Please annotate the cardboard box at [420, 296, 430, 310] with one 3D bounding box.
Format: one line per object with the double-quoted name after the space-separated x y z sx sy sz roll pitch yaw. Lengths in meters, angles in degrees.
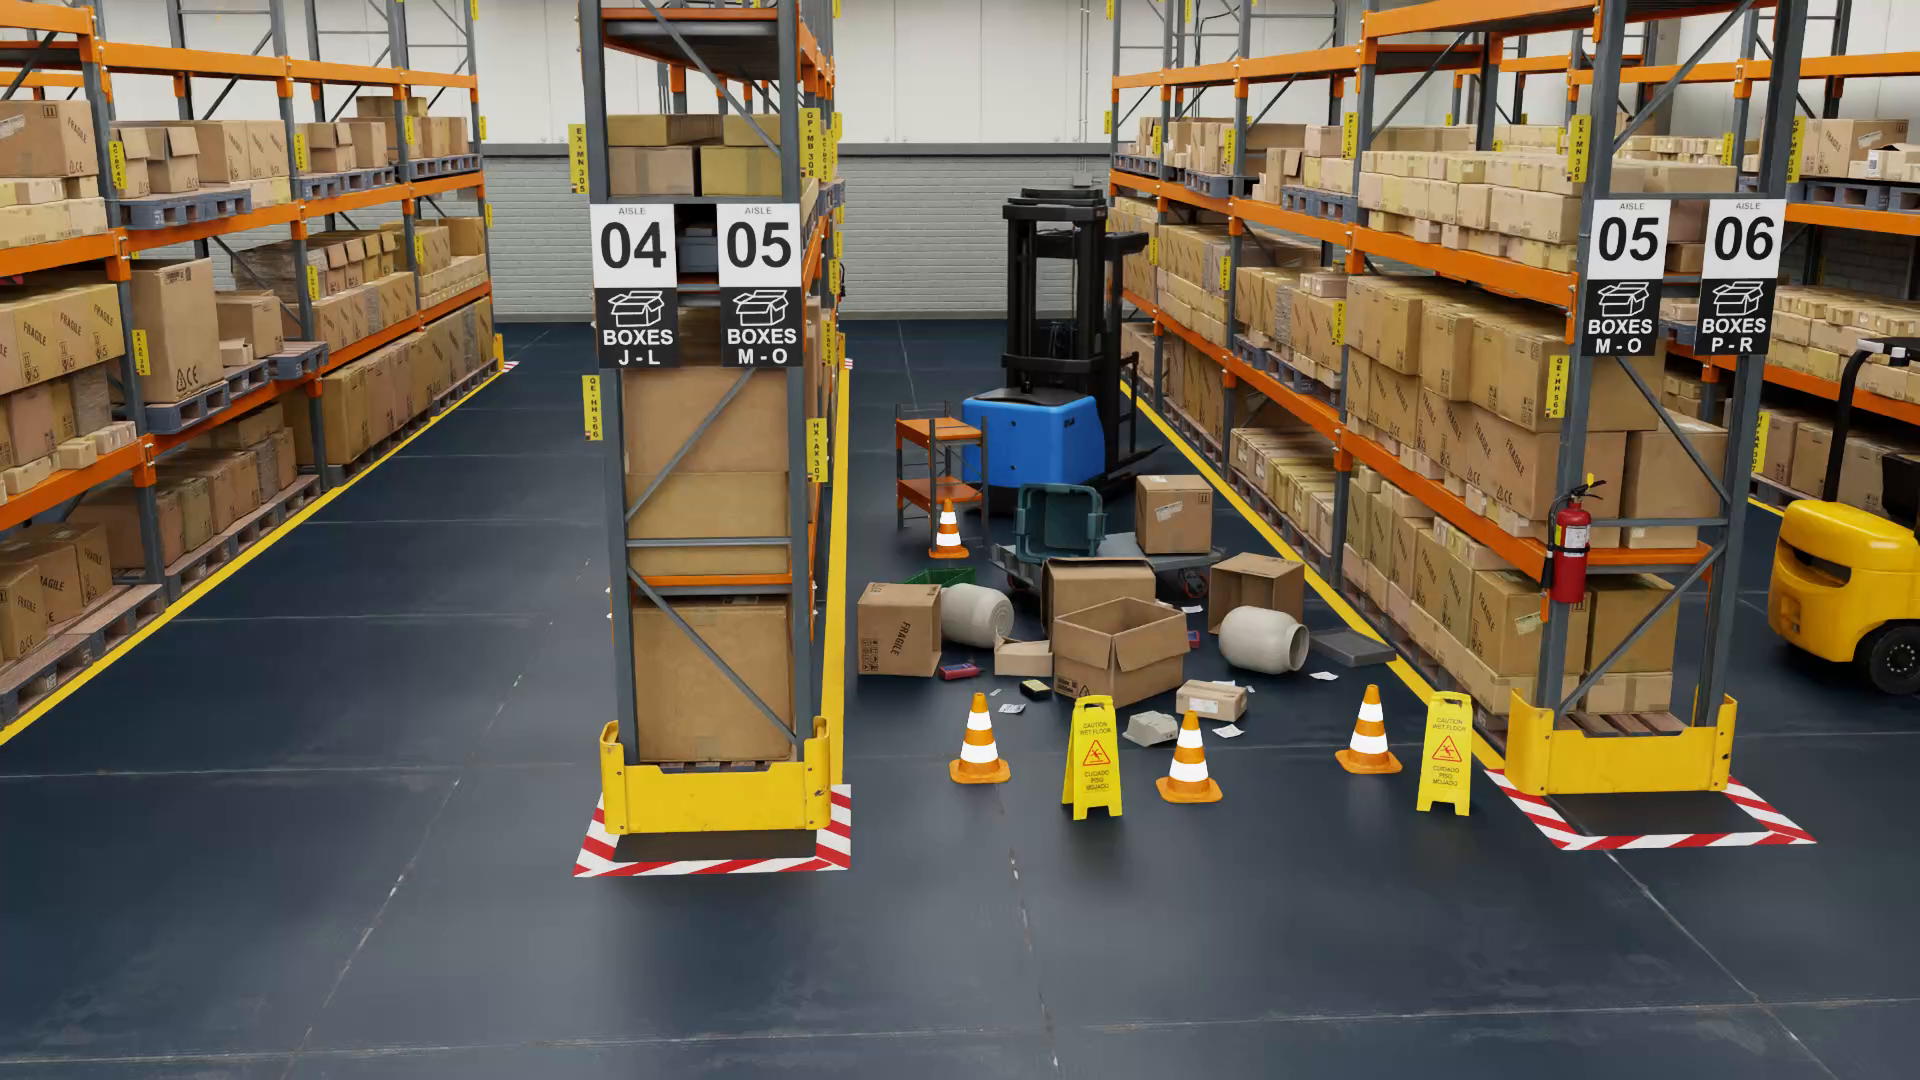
-6.659 -2.875 20.186 0.380 0.149 0.250 -1 14 -3 "cardboard box"

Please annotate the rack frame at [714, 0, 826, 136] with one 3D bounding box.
-1.769 -4.880 15.435 1.000 3.000 0.127 -1 14 -3 "rack frame"

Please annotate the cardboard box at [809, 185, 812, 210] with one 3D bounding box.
-1.052 -1.972 9.613 0.380 0.149 0.250 -1 14 -4 "cardboard box"

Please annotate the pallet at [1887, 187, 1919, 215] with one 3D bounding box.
8.300 -2.738 13.514 0.805 0.209 1.217 -1 15 -6 "pallet"

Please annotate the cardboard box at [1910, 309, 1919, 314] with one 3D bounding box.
8.534 -1.930 14.507 0.380 0.149 0.250 -1 14 -4 "cardboard box"

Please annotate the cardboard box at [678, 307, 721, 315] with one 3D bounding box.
-1.486 -1.212 10.749 0.875 0.550 0.550 -1 14 -3 "cardboard box"

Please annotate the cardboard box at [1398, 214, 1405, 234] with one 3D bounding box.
3.274 -2.205 11.563 0.380 0.149 0.250 -1 14 -3 "cardboard box"

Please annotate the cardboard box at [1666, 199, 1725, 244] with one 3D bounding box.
3.896 -1.740 8.954 0.500 0.250 0.500 -1 14 -4 "cardboard box"

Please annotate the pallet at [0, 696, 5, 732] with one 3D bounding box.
-6.249 1.195 9.458 1.003 0.211 1.213 -1 14 -3 "pallet"

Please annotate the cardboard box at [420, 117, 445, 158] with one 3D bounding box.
-7.001 -5.131 21.184 0.700 0.500 0.500 0 14 -1 "cardboard box"

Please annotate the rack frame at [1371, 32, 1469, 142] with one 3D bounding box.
3.417 -3.987 11.963 0.949 2.616 0.053 -1 14 -3 "rack frame"

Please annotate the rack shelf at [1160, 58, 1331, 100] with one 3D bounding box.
3.042 -4.937 17.902 1.077 0.370 4.000 -1 14 -3 "rack shelf"

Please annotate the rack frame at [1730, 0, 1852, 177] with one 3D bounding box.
8.120 -5.059 16.131 1.000 3.000 0.127 -1 14 -3 "rack frame"

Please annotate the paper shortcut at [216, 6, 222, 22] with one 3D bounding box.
-7.331 -5.217 16.462 0.009 0.170 0.078 9 -17 -6 "paper shortcut"

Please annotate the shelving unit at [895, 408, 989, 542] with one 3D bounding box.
-0.165 -0.576 14.441 0.538 0.981 1.030 -5 13 -18 "shelving unit"

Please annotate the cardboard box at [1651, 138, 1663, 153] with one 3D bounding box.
7.723 -4.275 18.005 0.380 0.149 0.250 -1 14 -3 "cardboard box"

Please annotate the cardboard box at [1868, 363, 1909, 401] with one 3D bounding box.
8.038 -1.333 13.988 0.500 0.250 0.500 -1 14 -4 "cardboard box"

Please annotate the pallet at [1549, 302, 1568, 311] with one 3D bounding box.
7.812 -2.855 19.990 1.003 0.211 1.213 -1 14 -3 "pallet"

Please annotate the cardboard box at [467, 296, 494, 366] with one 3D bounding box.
-7.101 -2.930 23.314 0.875 0.875 0.875 -1 14 -3 "cardboard box"

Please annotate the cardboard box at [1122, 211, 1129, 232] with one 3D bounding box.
2.494 -4.219 22.695 0.500 0.500 0.500 -1 14 -4 "cardboard box"

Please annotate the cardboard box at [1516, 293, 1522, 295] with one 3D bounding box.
7.533 -3.297 21.824 0.380 0.149 0.250 -1 14 -2 "cardboard box"

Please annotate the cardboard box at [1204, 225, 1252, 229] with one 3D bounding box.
3.196 -3.497 19.889 0.500 0.500 0.500 0 14 -2 "cardboard box"

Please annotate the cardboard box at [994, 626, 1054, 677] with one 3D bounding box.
0.424 0.743 11.106 0.396 0.266 0.258 2 15 6 "cardboard box"

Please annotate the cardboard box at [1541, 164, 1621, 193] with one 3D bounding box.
3.368 -1.948 8.963 0.380 0.149 0.250 -1 14 -2 "cardboard box"

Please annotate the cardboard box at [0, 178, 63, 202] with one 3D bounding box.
-6.142 -2.297 10.913 0.380 0.149 0.250 -2 15 -6 "cardboard box"

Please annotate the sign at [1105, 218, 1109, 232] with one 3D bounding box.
2.116 -4.517 24.164 0.100 0.325 0.005 -1 14 -3 "sign"

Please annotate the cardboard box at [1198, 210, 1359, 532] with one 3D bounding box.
3.335 -2.085 17.297 0.950 2.239 7.527 0 14 0 "cardboard box"

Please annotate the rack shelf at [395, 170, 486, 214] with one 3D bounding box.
-7.097 -4.520 21.498 1.077 0.370 4.000 -1 14 -3 "rack shelf"

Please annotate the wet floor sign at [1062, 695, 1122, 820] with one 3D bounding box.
0.705 1.132 8.834 0.267 0.644 0.232 -3 15 -13 "wet floor sign"

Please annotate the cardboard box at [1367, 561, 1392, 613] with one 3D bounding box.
3.225 0.330 11.899 0.500 0.250 0.500 0 14 0 "cardboard box"

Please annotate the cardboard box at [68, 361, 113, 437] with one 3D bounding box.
-6.511 -1.008 11.628 0.875 0.500 0.500 -1 14 -3 "cardboard box"

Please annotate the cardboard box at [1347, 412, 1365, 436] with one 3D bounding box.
3.113 -0.877 12.418 0.380 0.149 0.250 -1 14 -4 "cardboard box"

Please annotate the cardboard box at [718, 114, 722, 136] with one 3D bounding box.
-1.837 -2.853 11.437 0.380 0.149 0.250 -1 14 -3 "cardboard box"

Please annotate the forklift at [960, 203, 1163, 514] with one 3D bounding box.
1.142 -1.886 16.152 1.129 2.843 3.031 8 16 27 "forklift"

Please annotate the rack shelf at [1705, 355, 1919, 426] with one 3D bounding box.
8.244 -1.308 15.035 1.077 0.370 4.000 -1 14 -3 "rack shelf"

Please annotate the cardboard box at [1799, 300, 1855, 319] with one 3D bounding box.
7.936 -2.112 15.212 0.380 0.149 0.250 -1 14 -2 "cardboard box"

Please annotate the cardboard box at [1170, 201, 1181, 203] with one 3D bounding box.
3.026 -4.510 22.527 0.390 0.149 0.265 -1 14 -4 "cardboard box"

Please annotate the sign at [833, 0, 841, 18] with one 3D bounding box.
-1.709 -7.402 23.045 0.100 0.325 0.005 -1 14 -3 "sign"

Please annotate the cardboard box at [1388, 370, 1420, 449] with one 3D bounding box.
3.235 -0.911 11.249 0.500 0.500 0.500 -1 14 -4 "cardboard box"

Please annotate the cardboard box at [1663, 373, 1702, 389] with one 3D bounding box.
7.816 -1.713 18.038 0.380 0.149 0.250 -1 14 -5 "cardboard box"

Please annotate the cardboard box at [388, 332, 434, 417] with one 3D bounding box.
-6.913 -1.934 19.444 1.225 0.875 0.875 -1 14 -3 "cardboard box"

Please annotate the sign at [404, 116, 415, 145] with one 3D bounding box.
-6.432 -4.785 19.413 0.100 0.325 0.005 -1 14 -3 "sign"

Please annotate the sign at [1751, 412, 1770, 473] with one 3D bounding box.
-9.202 -2.324 15.724 25.968 0.365 16.011 -1 14 -3 "sign"

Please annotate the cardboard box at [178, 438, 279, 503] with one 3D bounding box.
-6.617 -0.622 15.057 0.700 0.500 0.500 -2 15 -8 "cardboard box"

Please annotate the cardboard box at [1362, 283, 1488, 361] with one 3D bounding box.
3.393 -1.763 11.551 1.020 1.000 0.508 -1 14 -3 "cardboard box"

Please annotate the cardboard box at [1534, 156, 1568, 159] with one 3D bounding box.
3.842 -2.339 10.483 0.380 0.149 0.250 -1 14 -3 "cardboard box"

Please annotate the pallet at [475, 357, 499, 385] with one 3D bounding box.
-7.093 -2.365 23.294 1.003 0.211 1.213 -1 14 -3 "pallet"

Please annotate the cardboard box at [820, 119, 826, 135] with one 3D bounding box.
-1.381 -3.300 14.068 0.500 0.500 0.500 -1 14 -3 "cardboard box"

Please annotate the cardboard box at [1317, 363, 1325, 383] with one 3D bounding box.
3.107 -1.353 13.426 0.380 0.149 0.250 -1 14 -5 "cardboard box"

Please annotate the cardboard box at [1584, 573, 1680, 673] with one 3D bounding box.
3.885 0.467 9.860 0.500 0.500 0.500 -1 14 -5 "cardboard box"

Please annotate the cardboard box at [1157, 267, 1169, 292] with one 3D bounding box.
2.664 -3.127 19.957 0.500 0.250 0.500 -1 14 -5 "cardboard box"

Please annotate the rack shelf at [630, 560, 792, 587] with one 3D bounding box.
-1.397 -0.264 10.439 0.919 0.052 3.809 -1 14 -3 "rack shelf"

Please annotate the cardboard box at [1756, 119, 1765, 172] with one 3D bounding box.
7.921 -3.723 15.712 0.500 0.500 0.500 -1 14 -3 "cardboard box"

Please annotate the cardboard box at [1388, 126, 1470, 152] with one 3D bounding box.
3.736 -3.183 13.311 0.500 0.250 0.500 -1 14 -5 "cardboard box"
